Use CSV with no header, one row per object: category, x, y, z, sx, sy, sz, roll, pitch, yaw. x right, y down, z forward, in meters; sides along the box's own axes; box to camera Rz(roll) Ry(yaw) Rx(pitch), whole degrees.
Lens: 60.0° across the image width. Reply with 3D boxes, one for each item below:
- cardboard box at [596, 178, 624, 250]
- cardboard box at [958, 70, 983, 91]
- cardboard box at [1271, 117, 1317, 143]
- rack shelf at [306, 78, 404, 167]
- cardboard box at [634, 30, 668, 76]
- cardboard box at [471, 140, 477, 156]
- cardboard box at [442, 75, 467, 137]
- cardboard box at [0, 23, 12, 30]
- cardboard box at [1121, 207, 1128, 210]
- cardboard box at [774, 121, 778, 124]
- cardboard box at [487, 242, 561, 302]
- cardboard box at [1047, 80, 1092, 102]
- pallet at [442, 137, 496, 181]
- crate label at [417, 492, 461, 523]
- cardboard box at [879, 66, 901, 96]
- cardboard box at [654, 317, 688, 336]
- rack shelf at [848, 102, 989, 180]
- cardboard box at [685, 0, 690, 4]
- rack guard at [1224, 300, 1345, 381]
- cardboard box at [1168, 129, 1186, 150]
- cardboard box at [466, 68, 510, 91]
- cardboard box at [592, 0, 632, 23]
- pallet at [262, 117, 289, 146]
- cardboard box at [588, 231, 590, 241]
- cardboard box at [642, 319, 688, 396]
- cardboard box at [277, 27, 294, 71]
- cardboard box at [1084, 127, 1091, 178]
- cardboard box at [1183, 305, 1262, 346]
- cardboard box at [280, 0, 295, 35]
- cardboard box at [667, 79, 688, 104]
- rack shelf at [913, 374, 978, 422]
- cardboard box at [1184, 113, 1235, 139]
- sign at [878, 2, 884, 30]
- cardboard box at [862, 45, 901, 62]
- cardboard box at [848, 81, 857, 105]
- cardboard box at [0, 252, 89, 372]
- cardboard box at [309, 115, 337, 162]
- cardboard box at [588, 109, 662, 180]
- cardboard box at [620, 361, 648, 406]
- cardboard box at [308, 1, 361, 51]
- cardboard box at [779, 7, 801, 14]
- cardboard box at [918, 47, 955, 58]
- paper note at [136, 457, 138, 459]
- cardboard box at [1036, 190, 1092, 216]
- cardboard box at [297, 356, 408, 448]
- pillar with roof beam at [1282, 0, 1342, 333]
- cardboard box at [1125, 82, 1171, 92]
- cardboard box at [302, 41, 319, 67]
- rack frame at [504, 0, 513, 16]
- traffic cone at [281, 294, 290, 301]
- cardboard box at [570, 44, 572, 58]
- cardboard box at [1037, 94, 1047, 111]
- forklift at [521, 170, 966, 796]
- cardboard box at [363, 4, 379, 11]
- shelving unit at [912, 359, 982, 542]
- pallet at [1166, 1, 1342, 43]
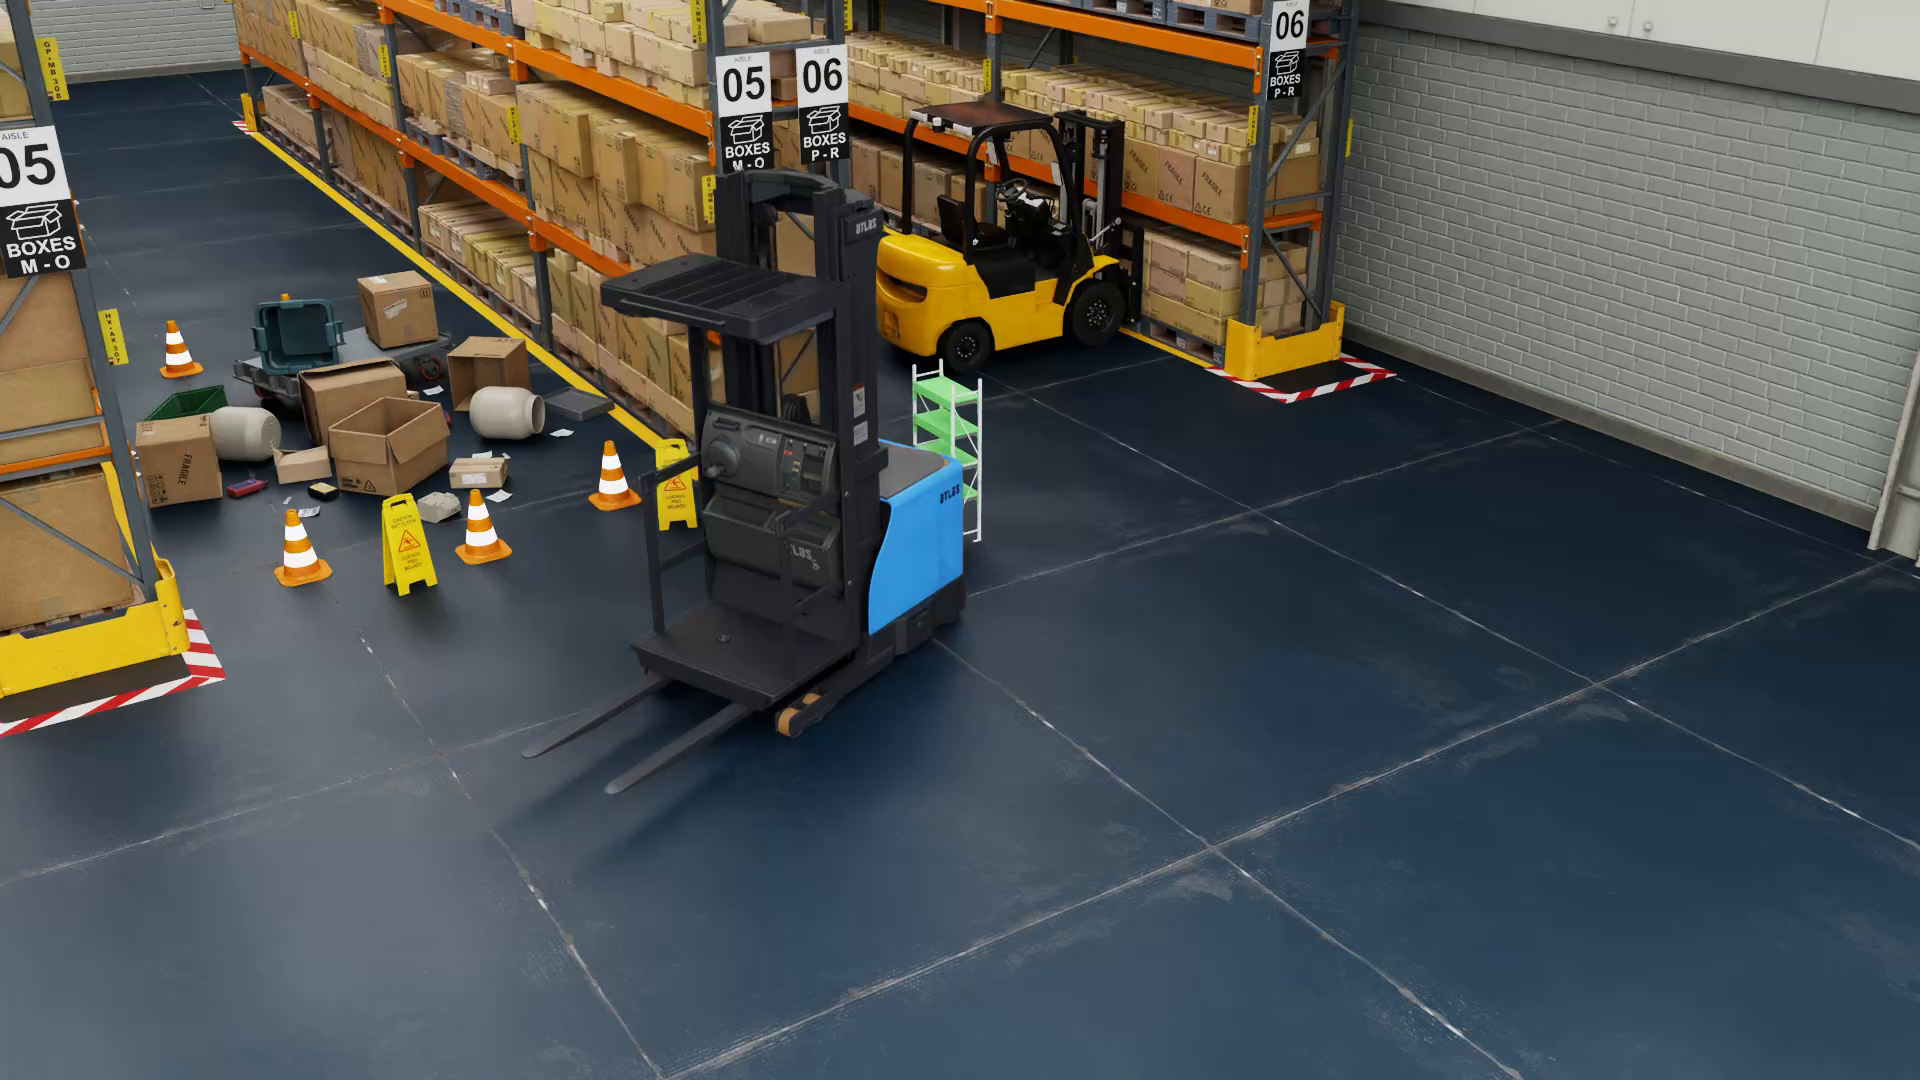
cardboard box,-2.571,-2.655,13.357,0.500,0.500,0.500,-15,29,-29
cardboard box,0.201,-4.885,17.670,0.380,0.149,0.250,-16,30,-30
cardboard box,2.909,-3.601,14.600,0.380,0.149,0.250,-16,30,-31
rack shelf,-6.702,-5.051,19.741,1.077,0.370,4.000,-16,29,-30
cardboard box,-2.011,-3.526,11.982,0.500,0.250,0.500,-16,30,-30
cardboard box,-4.484,-3.794,16.039,0.380,0.149,0.250,-16,29,-30
cardboard box,-4.706,-4.262,16.269,0.500,0.500,0.500,-17,30,-31
cardboard box,-5.527,-2.823,9.416,0.380,0.149,0.250,-16,30,-30
cardboard box,1.715,-3.294,16.735,0.500,0.250,0.500,-15,29,-29
cardboard box,-2.217,-5.484,21.493,0.380,0.149,0.250,-17,30,-31
cardboard box,-4.111,-2.675,16.452,0.950,0.372,0.625,-14,28,-26
cardboard box,1.075,-4.401,16.295,0.380,0.149,0.250,-15,29,-28
pallet,-4.496,-3.876,16.633,1.003,0.211,1.213,-16,29,-30
crate label,-3.784,-0.245,12.070,0.298,0.136,0.250,12,28,24
cardboard box,-0.573,-5.214,18.834,0.500,0.250,0.500,-15,29,-29
cardboard box,-2.156,-1.720,12.933,0.380,0.149,0.250,-15,29,-28
rack shelf,-0.362,-4.778,19.163,1.077,0.370,4.000,-16,29,-30
cardboard box,-1.866,-4.054,12.632,0.380,0.149,0.250,-15,29,-28
rack guard,2.927,-1.819,14.979,1.175,0.500,0.348,-16,29,-30
cardboard box,2.109,-3.638,15.027,0.380,0.149,0.250,-16,30,-30
cardboard box,-4.425,-4.342,15.678,0.380,0.149,0.250,-17,30,-32
cardboard box,-2.541,-3.996,12.509,0.380,0.149,0.250,-15,29,-28
pallet,-9.476,-5.994,24.161,1.003,0.211,1.213,-16,29,-30
cardboard box,-2.894,-2.578,13.955,0.380,0.149,0.250,-16,29,-30
cardboard box,-2.187,-1.497,13.220,0.500,0.500,0.500,-14,29,-28
cardboard box,-8.547,-6.426,21.694,0.500,0.500,0.500,-16,30,-31
cardboard box,1.329,-3.851,16.238,0.500,0.500,0.500,-16,30,-30
cardboard box,2.392,-1.999,15.161,0.500,0.250,0.500,-15,29,-29
cardboard box,-8.283,-6.693,21.089,0.500,0.500,0.500,-16,30,-30
cardboard box,-1.836,-3.186,11.728,0.380,0.149,0.250,-15,29,-29
rack shelf,-0.090,-0.978,11.404,0.258,0.148,0.480,-16,29,-30
cardboard box,2.215,-3.678,14.764,0.380,0.149,0.250,-15,29,-28
sign,-0.990,-6.473,20.554,0.100,0.325,0.005,-16,29,-30
cardboard box,-0.902,-5.620,19.227,0.380,0.149,0.250,-15,29,-29
cardboard box,-1.146,-5.354,19.717,0.500,0.250,0.500,-16,30,-31
cardboard box,-5.506,-1.308,9.528,0.875,0.550,0.550,-16,29,-30
cardboard box,-8.047,-5.372,22.089,0.875,0.438,0.875,-16,30,-30
cardboard box,-2.496,-3.115,13.161,0.700,0.500,0.500,-16,29,-30
cardboard box,-2.476,-1.345,13.778,0.500,0.250,0.500,-17,30,-31
cardboard box,-7.494,-6.189,20.021,0.500,0.500,0.500,-16,29,-30
cardboard box,-2.500,-6.596,21.559,0.797,0.503,0.637,-16,30,-31
cardboard box,-0.252,-5.544,19.065,0.380,0.149,0.250,-15,29,-28
paper note,-6.393,-0.669,13.092,0.142,0.020,0.147,7,26,15
cardboard box,1.002,-3.356,16.864,0.500,0.250,0.500,-15,29,-29
cardboard box,-4.841,-1.103,13.300,0.797,0.637,0.503,-16,29,-30
pillar with roof beam,-0.318,-5.126,12.030,9.100,9.000,0.400,-16,29,-30
cardboard box,1.829,-4.352,16.192,0.380,0.149,0.250,-16,30,-30
cardboard box,-7.790,-6.027,20.555,0.500,0.250,0.500,-16,30,-31
rack frame,-3.427,-5.943,13.761,1.000,3.000,0.127,-16,29,-30
traffic cone,-6.273,-2.071,15.557,0.336,0.463,0.334,-16,29,-30
cardboard box,-2.898,-3.938,13.321,0.380,0.149,0.250,-17,30,-31
cardboard box,0.992,-4.373,16.584,0.380,0.149,0.250,-16,29,-30
forklift,-1.202,-0.445,9.221,1.130,2.935,3.031,16,30,30
cardboard box,-6.791,-6.118,19.871,0.500,0.500,0.500,-15,29,-28
shelving unit,-0.090,-0.602,11.582,0.258,1.200,0.503,-16,29,-30
pallet,2.549,-4.533,14.391,1.003,0.211,1.213,-16,29,-30
